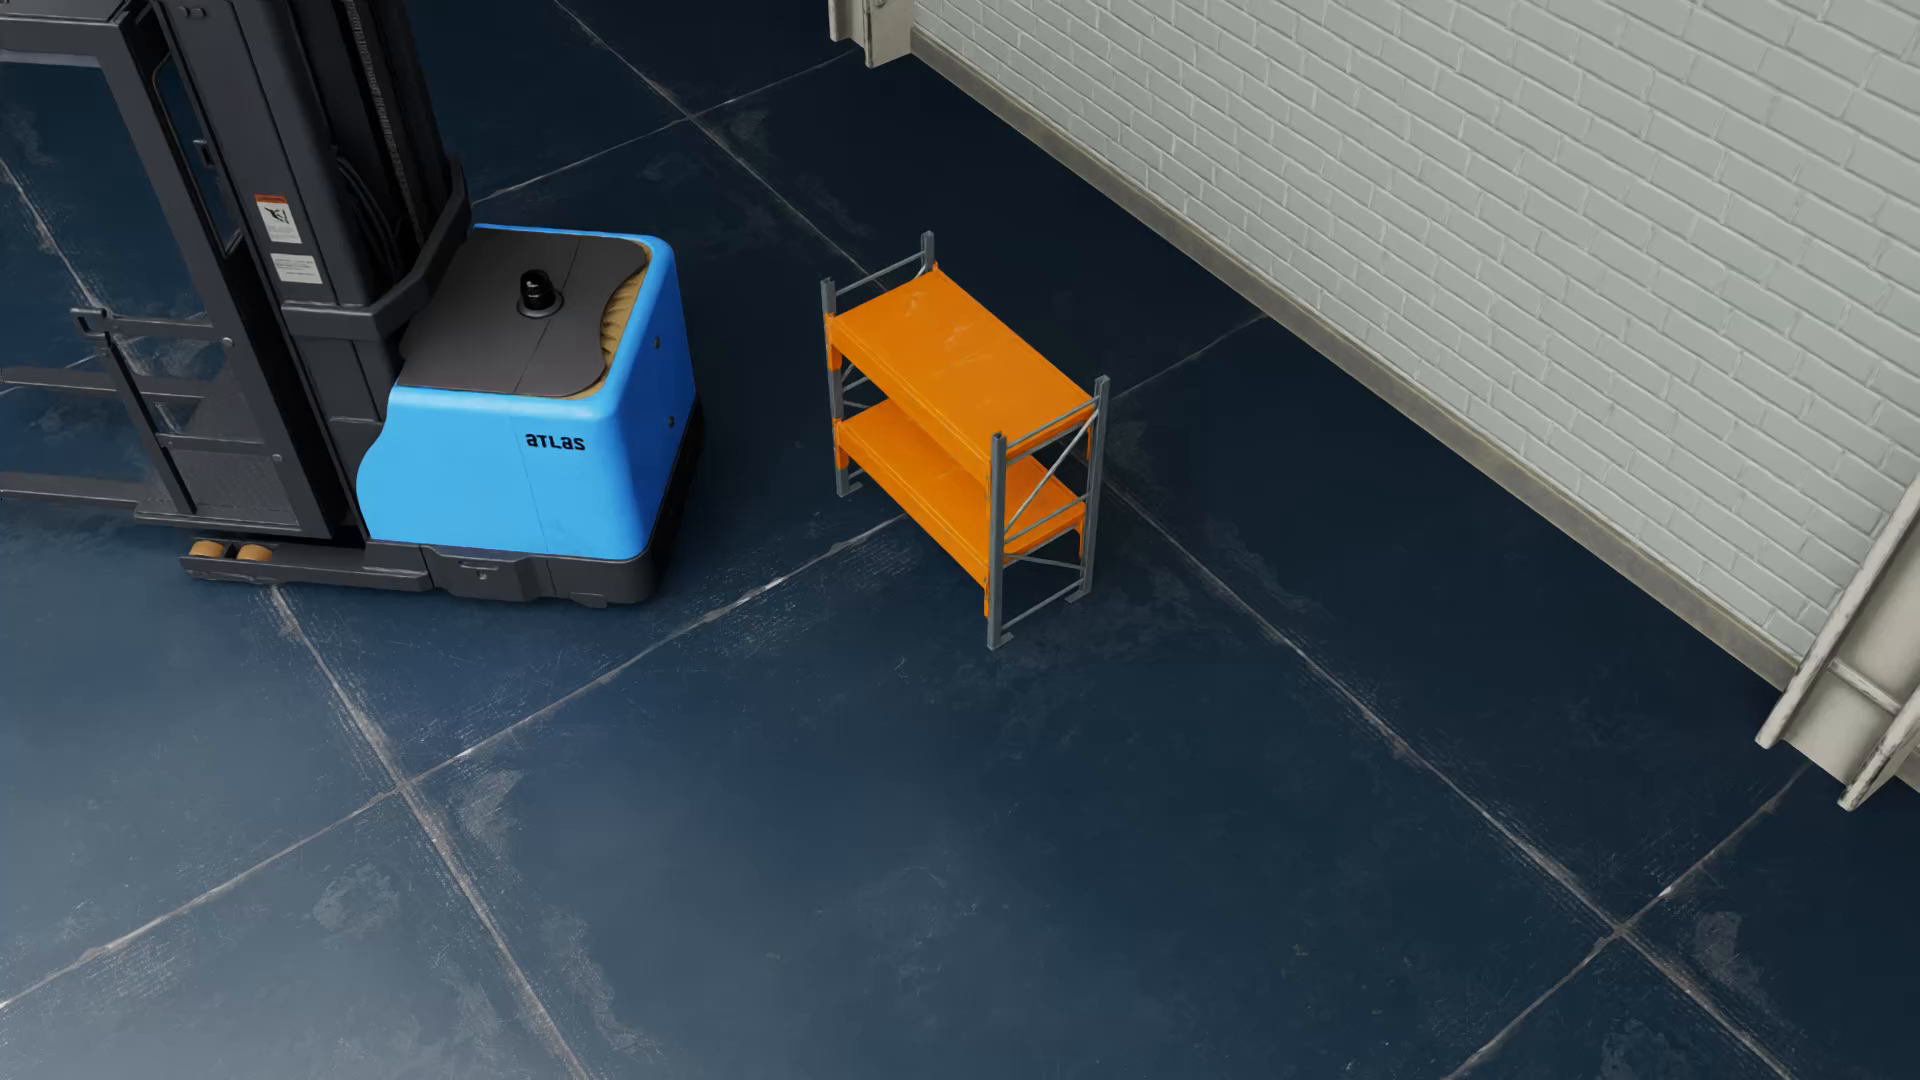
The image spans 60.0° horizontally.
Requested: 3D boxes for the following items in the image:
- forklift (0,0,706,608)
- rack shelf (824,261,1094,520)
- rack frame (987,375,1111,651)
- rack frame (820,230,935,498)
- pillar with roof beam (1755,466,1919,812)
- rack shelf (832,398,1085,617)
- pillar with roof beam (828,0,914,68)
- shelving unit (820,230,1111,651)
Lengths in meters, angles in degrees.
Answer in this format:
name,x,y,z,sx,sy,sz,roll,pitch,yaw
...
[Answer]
name,x,y,z,sx,sy,sz,roll,pitch,yaw
forklift,-2.632,-1.193,5.852,3.031,2.935,1.130,5,48,4
rack shelf,0.004,-0.570,6.112,0.538,0.278,1.000,-29,54,-24
rack frame,0.312,-0.074,6.057,0.500,1.125,0.032,-29,54,-24
rack frame,-0.304,-0.674,6.600,0.500,1.125,0.032,-29,54,-24
pillar with roof beam,-0.279,-0.313,0.958,9.100,9.000,0.400,-29,54,-24
rack shelf,0.004,-0.210,6.510,0.538,0.278,1.000,-29,54,-24
pillar with roof beam,-3.912,-3.851,4.166,9.100,9.000,0.400,-29,54,-24
shelving unit,0.004,-0.374,6.328,0.538,1.125,1.048,-29,54,-24
